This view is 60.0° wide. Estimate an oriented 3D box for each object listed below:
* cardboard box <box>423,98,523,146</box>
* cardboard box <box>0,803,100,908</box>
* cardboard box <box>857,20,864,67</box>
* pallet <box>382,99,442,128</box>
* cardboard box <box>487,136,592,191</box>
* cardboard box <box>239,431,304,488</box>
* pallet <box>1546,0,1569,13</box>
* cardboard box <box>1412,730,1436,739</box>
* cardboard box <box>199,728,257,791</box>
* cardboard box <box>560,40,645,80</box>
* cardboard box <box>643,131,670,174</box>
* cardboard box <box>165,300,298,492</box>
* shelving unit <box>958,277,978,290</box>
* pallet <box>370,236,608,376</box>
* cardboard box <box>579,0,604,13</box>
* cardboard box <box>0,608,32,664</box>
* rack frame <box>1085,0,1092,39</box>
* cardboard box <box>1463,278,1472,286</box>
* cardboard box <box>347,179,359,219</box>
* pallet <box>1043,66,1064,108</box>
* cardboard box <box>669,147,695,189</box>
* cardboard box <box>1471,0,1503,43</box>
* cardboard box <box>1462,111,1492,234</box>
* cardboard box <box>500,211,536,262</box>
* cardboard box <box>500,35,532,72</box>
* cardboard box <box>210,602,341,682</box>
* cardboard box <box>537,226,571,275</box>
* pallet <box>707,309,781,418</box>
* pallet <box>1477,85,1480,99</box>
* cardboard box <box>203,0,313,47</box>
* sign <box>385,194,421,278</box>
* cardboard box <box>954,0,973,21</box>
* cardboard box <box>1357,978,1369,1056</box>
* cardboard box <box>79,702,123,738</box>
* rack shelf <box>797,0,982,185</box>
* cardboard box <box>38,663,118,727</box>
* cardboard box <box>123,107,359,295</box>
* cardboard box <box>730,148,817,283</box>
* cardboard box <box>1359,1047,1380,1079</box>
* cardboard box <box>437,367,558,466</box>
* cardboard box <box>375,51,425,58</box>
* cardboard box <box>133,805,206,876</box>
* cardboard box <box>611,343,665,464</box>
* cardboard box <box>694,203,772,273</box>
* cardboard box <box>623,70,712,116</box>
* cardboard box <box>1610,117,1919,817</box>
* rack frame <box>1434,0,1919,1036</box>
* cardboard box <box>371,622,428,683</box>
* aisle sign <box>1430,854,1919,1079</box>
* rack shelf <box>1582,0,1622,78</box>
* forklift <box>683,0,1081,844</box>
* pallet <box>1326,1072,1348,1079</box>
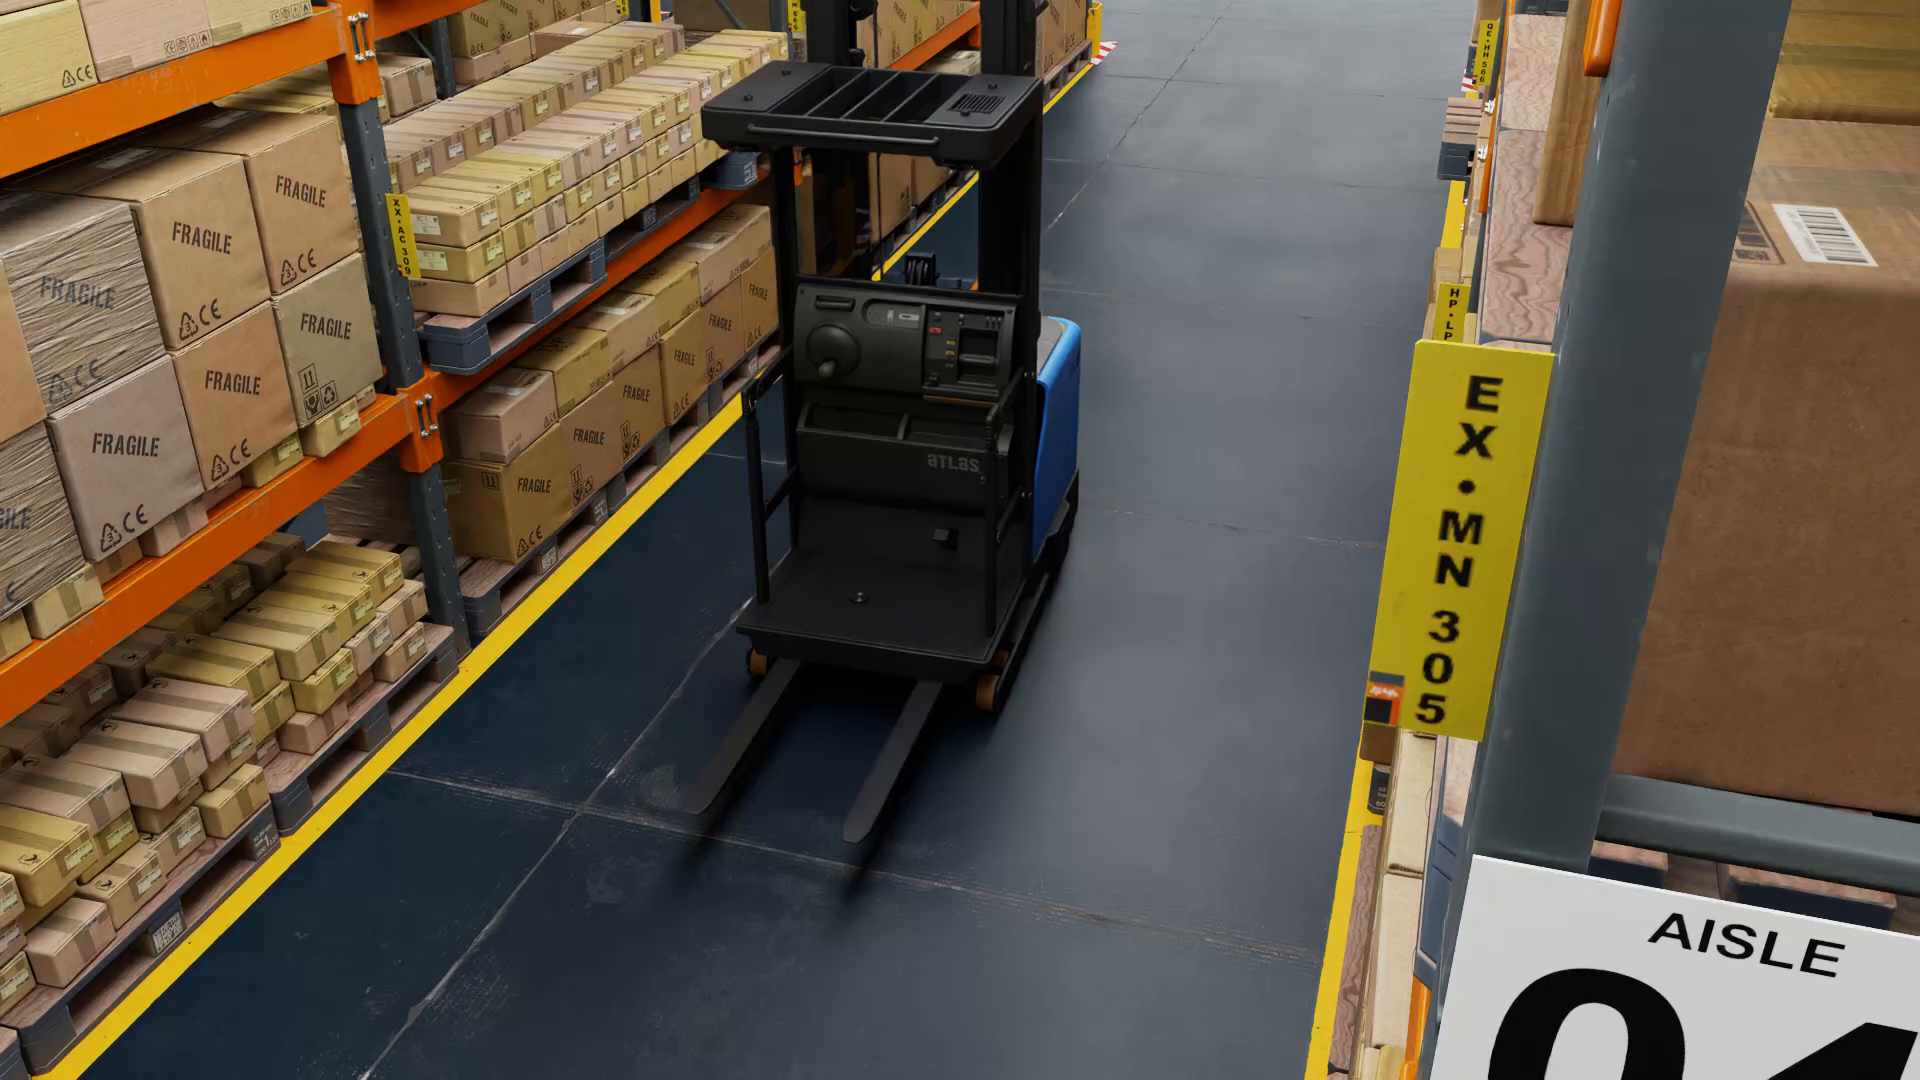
[{"bbox_3d":[-2.340,-2.012,7.995,0.380,0.149,0.250,7,30,13],"label":"cardboard box"},{"bbox_3d":[-2.983,0.994,5.267,0.380,0.149,0.250,9,30,16],"label":"cardboard box"},{"bbox_3d":[-0.944,-3.167,10.755,0.500,0.500,0.500,8,30,14],"label":"cardboard box"},{"bbox_3d":[-5.296,-3.655,14.602,1.003,0.211,1.213,8,30,15],"label":"pallet"},{"bbox_3d":[-1.870,-1.674,7.388,0.380,0.149,0.250,8,30,14],"label":"cardboard box"},{"bbox_3d":[-2.622,-0.331,6.018,0.380,0.149,0.250,10,31,17],"label":"cardboard box"},{"bbox_3d":[2.279,-1.764,5.446,0.805,0.209,1.217,7,30,13],"label":"pallet"},{"bbox_3d":[1.372,0.161,3.952,0.500,0.500,0.500,8,30,13],"label":"cardboard box"},{"bbox_3d":[-2.796,0.744,6.021,0.380,0.149,0.250,9,30,16],"label":"cardboard box"},{"bbox_3d":[-1.954,-2.625,9.097,0.380,0.149,0.250,8,30,15],"label":"cardboard box"},{"bbox_3d":[-1.643,-1.906,8.112,0.380,0.149,0.250,8,30,14],"label":"cardboard box"},{"bbox_3d":[-2.680,-0.525,5.700,0.500,0.500,0.500,8,30,13],"label":"cardboard box"},{"bbox_3d":[0.170,-0.848,8.540,0.258,1.200,0.503,7,30,13],"label":"shelving unit"},{"bbox_3d":[-2.292,-1.109,7.355,1.003,0.211,1.213,8,30,15],"label":"pallet"},{"bbox_3d":[-4.030,-5.751,17.128,0.500,0.500,0.500,10,31,17],"label":"cardboard box"},{"bbox_3d":[-3.011,0.275,4.929,0.380,0.149,0.250,10,30,17],"label":"cardboard box"},{"bbox_3d":[0.867,-6.435,16.731,1.000,3.000,0.127,8,30,15],"label":"rack frame"},{"bbox_3d":[2.085,-0.632,6.198,0.500,0.500,0.500,9,30,16],"label":"cardboard box"},{"bbox_3d":[-2.724,-1.406,6.907,0.380,0.149,0.250,10,31,17],"label":"cardboard box"},{"bbox_3d":[0.347,-4.268,15.705,1.003,0.211,1.213,8,30,15],"label":"pallet"},{"bbox_3d":[-1.568,-1.900,8.407,0.380,0.149,0.250,9,30,16],"label":"cardboard box"},{"bbox_3d":[4.038,-3.917,11.157,1.000,1.000,1.000,9,30,15],"label":"cardboard box"},{"bbox_3d":[2.828,-1.819,8.331,0.500,0.500,0.500,9,30,16],"label":"cardboard box"},{"bbox_3d":[-2.025,-1.300,7.022,0.380,0.149,0.250,8,30,14],"label":"cardboard box"},{"bbox_3d":[-4.491,-4.702,16.014,0.500,0.250,0.500,10,31,18],"label":"cardboard box"},{"bbox_3d":[-2.614,0.388,6.356,0.380,0.149,0.250,8,30,14],"label":"cardboard box"},{"bbox_3d":[-1.947,-1.294,7.318,0.380,0.149,0.250,9,30,15],"label":"cardboard box"},{"bbox_3d":[-1.712,-1.135,10.074,1.003,0.211,1.213,8,30,15],"label":"pallet"},{"bbox_3d":[5.285,-4.054,15.320,1.003,0.211,1.213,8,30,15],"label":"pallet"},{"bbox_3d":[-2.541,-1.837,5.535,0.500,0.250,0.500,9,30,16],"label":"cardboard box"},{"bbox_3d":[-2.134,-1.162,6.364,0.100,0.325,0.005,8,30,15],"label":"sign"},{"bbox_3d":[-0.204,-4.339,12.861,0.500,0.500,0.500,8,30,15],"label":"cardboard box"},{"bbox_3d":[1.046,1.057,3.522,0.380,0.149,0.250,9,30,15],"label":"cardboard box"},{"bbox_3d":[-3.278,0.695,6.109,0.380,0.149,0.250,10,31,17],"label":"cardboard box"},{"bbox_3d":[-0.894,-3.332,11.894,1.077,0.370,4.000,8,30,15],"label":"rack shelf"},{"bbox_3d":[-3.326,0.550,6.064,0.380,0.149,0.250,9,30,16],"label":"cardboard box"},{"bbox_3d":[-2.534,-1.212,5.905,0.500,0.500,0.500,7,30,13],"label":"cardboard box"},{"bbox_3d":[-1.216,-2.187,10.979,1.050,0.750,0.750,8,30,14],"label":"cardboard box"},{"bbox_3d":[0.921,1.192,2.869,0.500,0.250,0.500,8,30,14],"label":"cardboard box"},{"bbox_3d":[-2.186,-0.583,7.580,0.500,0.250,0.500,7,30,13],"label":"cardboard box"},{"bbox_3d":[-5.152,-4.530,15.704,0.500,0.250,0.500,10,31,17],"label":"cardboard box"},{"bbox_3d":[-2.889,1.028,5.817,0.380,0.149,0.250,9,30,16],"label":"cardboard box"},{"bbox_3d":[-1.890,-0.746,8.645,0.500,0.500,0.500,9,30,16],"label":"cardboard box"},{"bbox_3d":[-1.431,-1.781,9.733,0.500,0.250,0.500,8,30,14],"label":"cardboard box"},{"bbox_3d":[-1.490,-2.283,8.484,0.380,0.149,0.250,9,30,15],"label":"cardboard box"},{"bbox_3d":[0.984,-0.075,1.577,0.700,0.500,0.500,7,30,12],"label":"cardboard box"},{"bbox_3d":[0.883,-0.866,0.550,1.000,3.000,0.127,8,30,15],"label":"rack frame"},{"bbox_3d":[-2.444,0.435,6.883,0.380,0.149,0.250,9,30,16],"label":"cardboard box"},{"bbox_3d":[0.575,0.610,1.393,0.394,0.787,0.004,8,30,15],"label":"aisle sign"},{"bbox_3d":[1.470,-1.306,2.493,1.077,0.370,4.000,8,30,15],"label":"rack shelf"},{"bbox_3d":[-0.286,-0.768,6.615,1.130,2.935,3.031,7,30,13],"label":"forklift"},{"bbox_3d":[1.403,2.026,4.390,1.003,0.211,1.213,8,30,15],"label":"pallet"}]
